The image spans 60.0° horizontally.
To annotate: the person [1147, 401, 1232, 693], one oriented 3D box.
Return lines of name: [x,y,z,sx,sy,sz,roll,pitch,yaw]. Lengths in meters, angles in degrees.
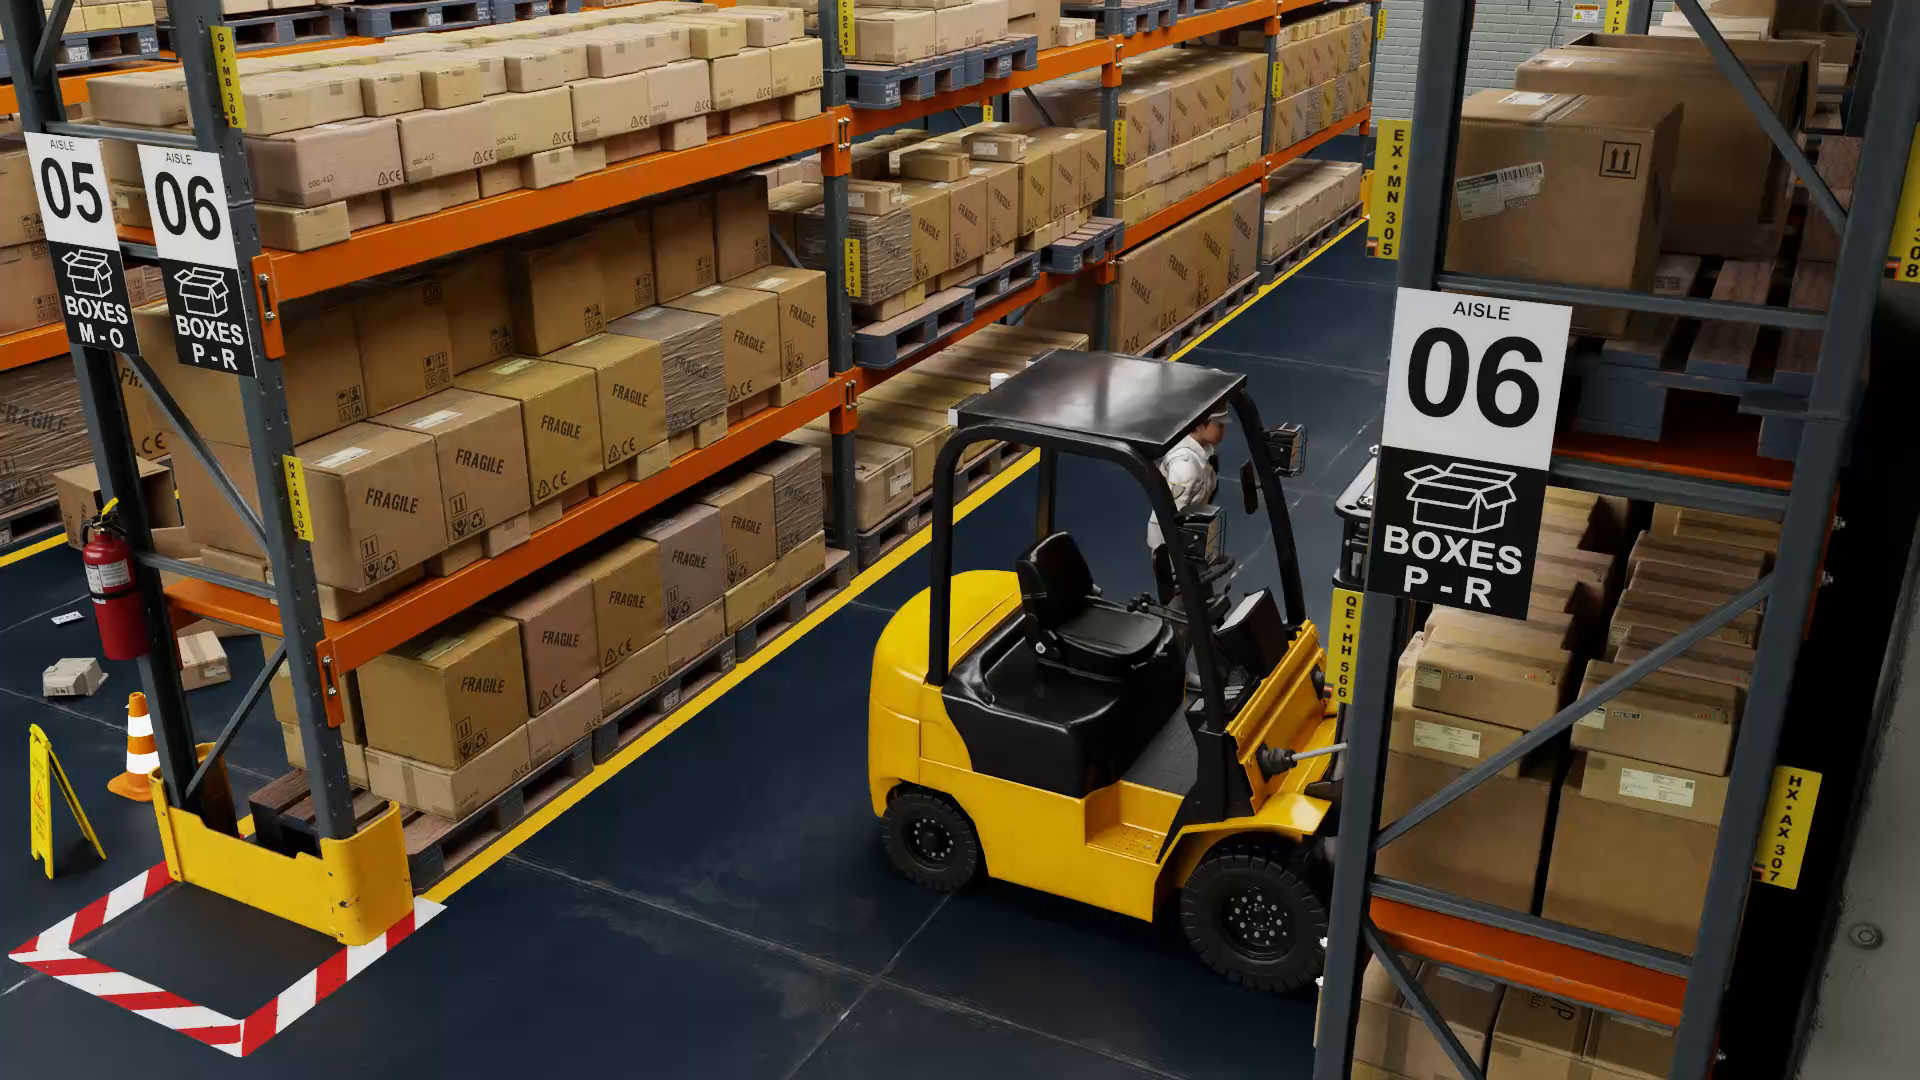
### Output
person: [1.154,0.045,8.481,0.370,1.666,0.545,10,25,22]
